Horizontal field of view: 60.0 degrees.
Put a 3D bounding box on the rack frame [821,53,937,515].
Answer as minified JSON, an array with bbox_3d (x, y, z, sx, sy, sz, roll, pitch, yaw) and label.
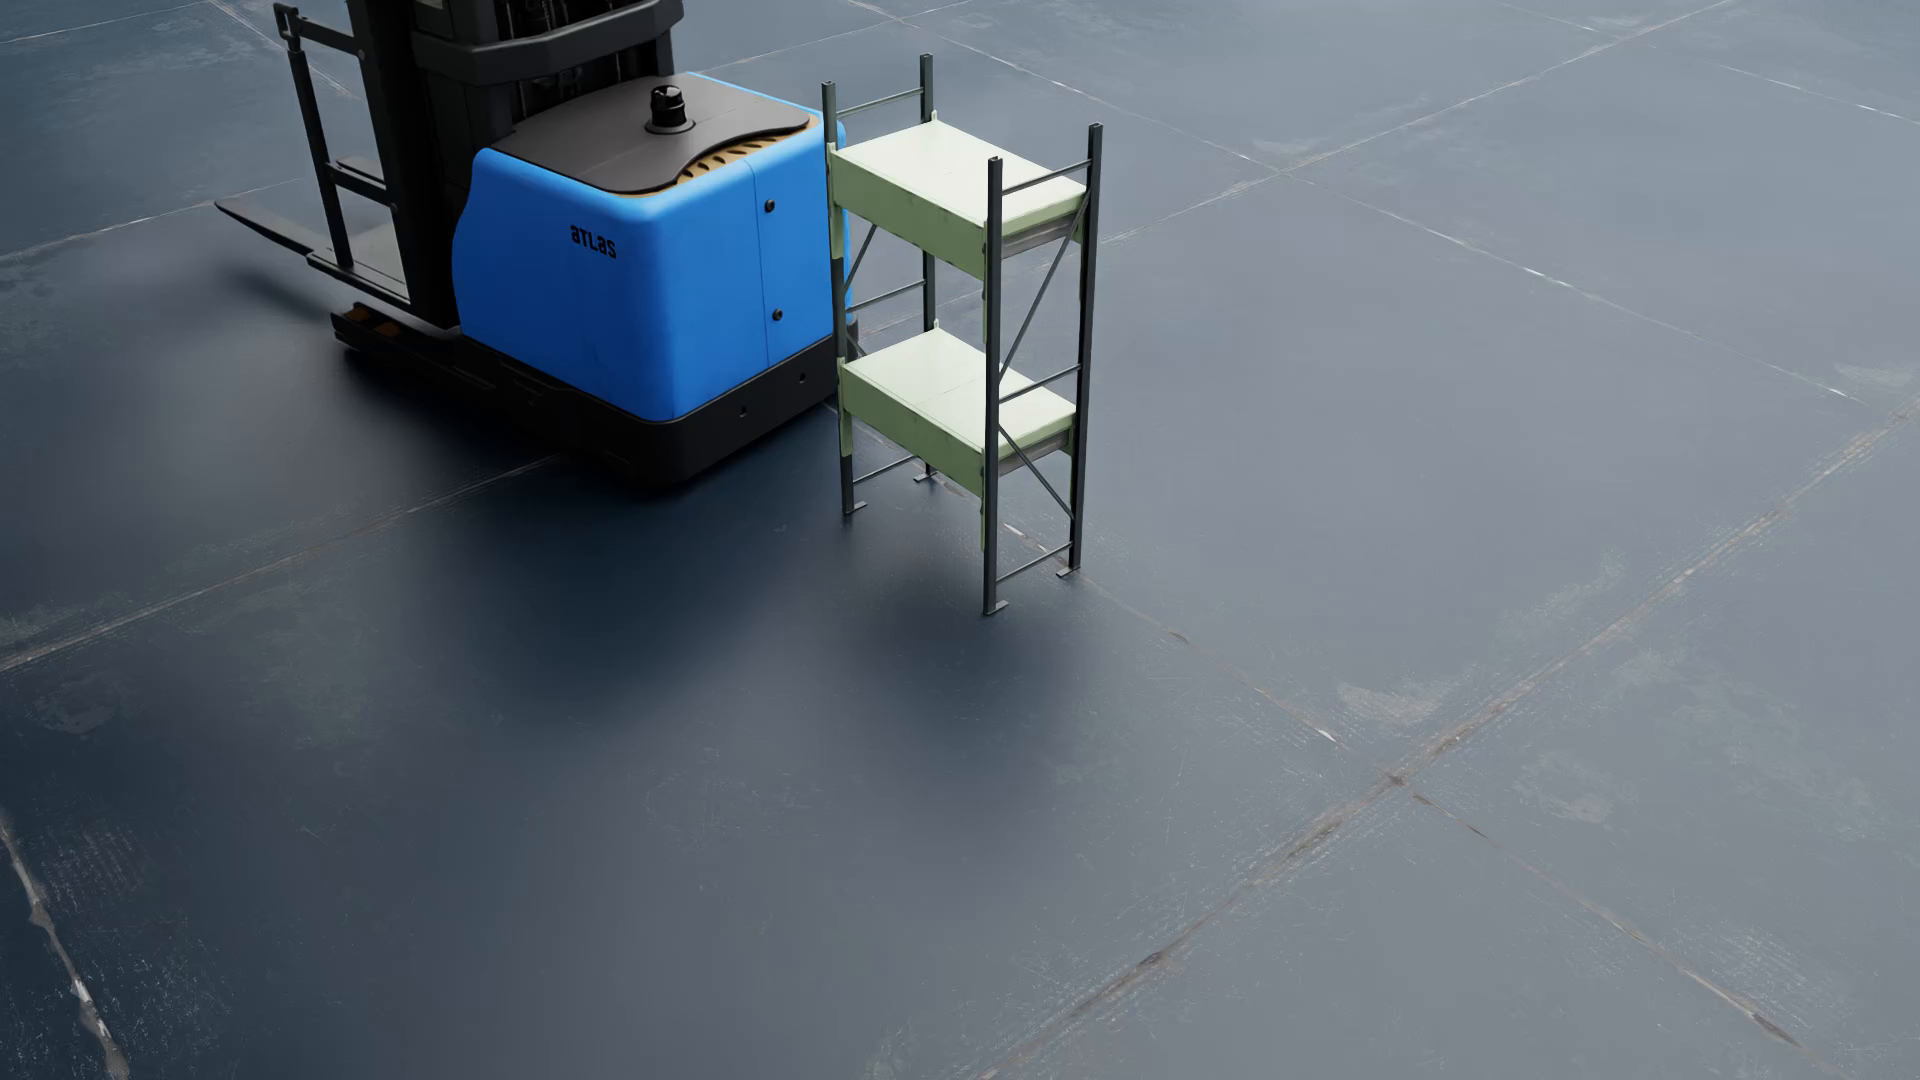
[{"bbox_3d":[-0.241,-0.777,5.329,0.400,1.500,0.023,-26,43,-32],"label":"rack frame"}]

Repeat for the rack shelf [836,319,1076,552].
[{"bbox_3d":[-0.004,-0.349,5.289,0.431,0.370,0.720,-26,43,-32],"label":"rack shelf"}]

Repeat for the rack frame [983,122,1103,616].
[{"bbox_3d":[0.232,-0.453,4.873,0.400,1.500,0.023,-26,43,-32],"label":"rack frame"}]

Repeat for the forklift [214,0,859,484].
[{"bbox_3d":[-1.847,-2.087,5.941,3.031,2.935,1.130,25,42,31],"label":"forklift"}]

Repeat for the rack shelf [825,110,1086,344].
[{"bbox_3d":[-0.004,-0.933,4.875,0.431,0.370,0.720,-26,43,-32],"label":"rack shelf"}]

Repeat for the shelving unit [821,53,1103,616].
[{"bbox_3d":[-0.004,-0.615,5.101,0.431,1.500,0.755,-26,43,-32],"label":"shelving unit"}]
